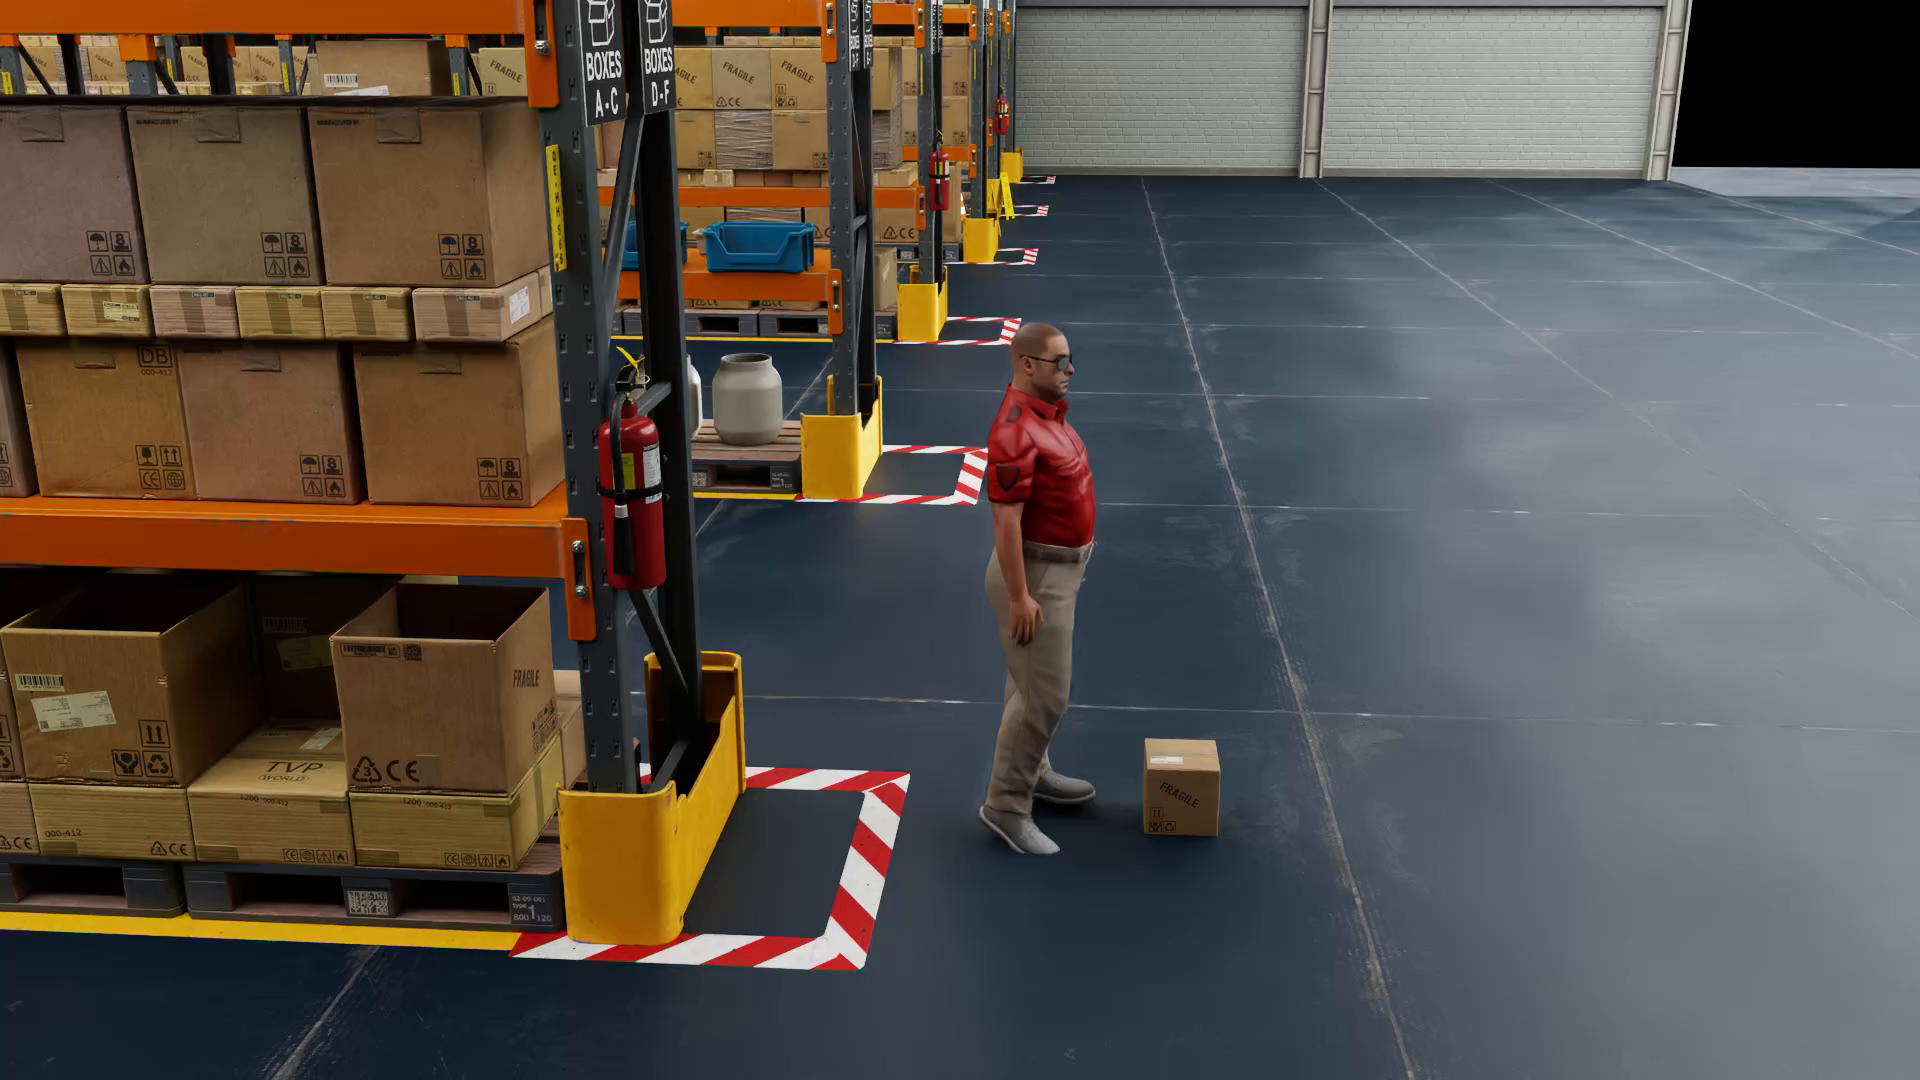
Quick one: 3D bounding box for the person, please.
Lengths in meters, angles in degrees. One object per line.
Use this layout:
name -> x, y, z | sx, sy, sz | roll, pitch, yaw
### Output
person -> 0.277, 0.165, 5.599 | 0.373, 1.798, 0.570 | 3, 18, 10
